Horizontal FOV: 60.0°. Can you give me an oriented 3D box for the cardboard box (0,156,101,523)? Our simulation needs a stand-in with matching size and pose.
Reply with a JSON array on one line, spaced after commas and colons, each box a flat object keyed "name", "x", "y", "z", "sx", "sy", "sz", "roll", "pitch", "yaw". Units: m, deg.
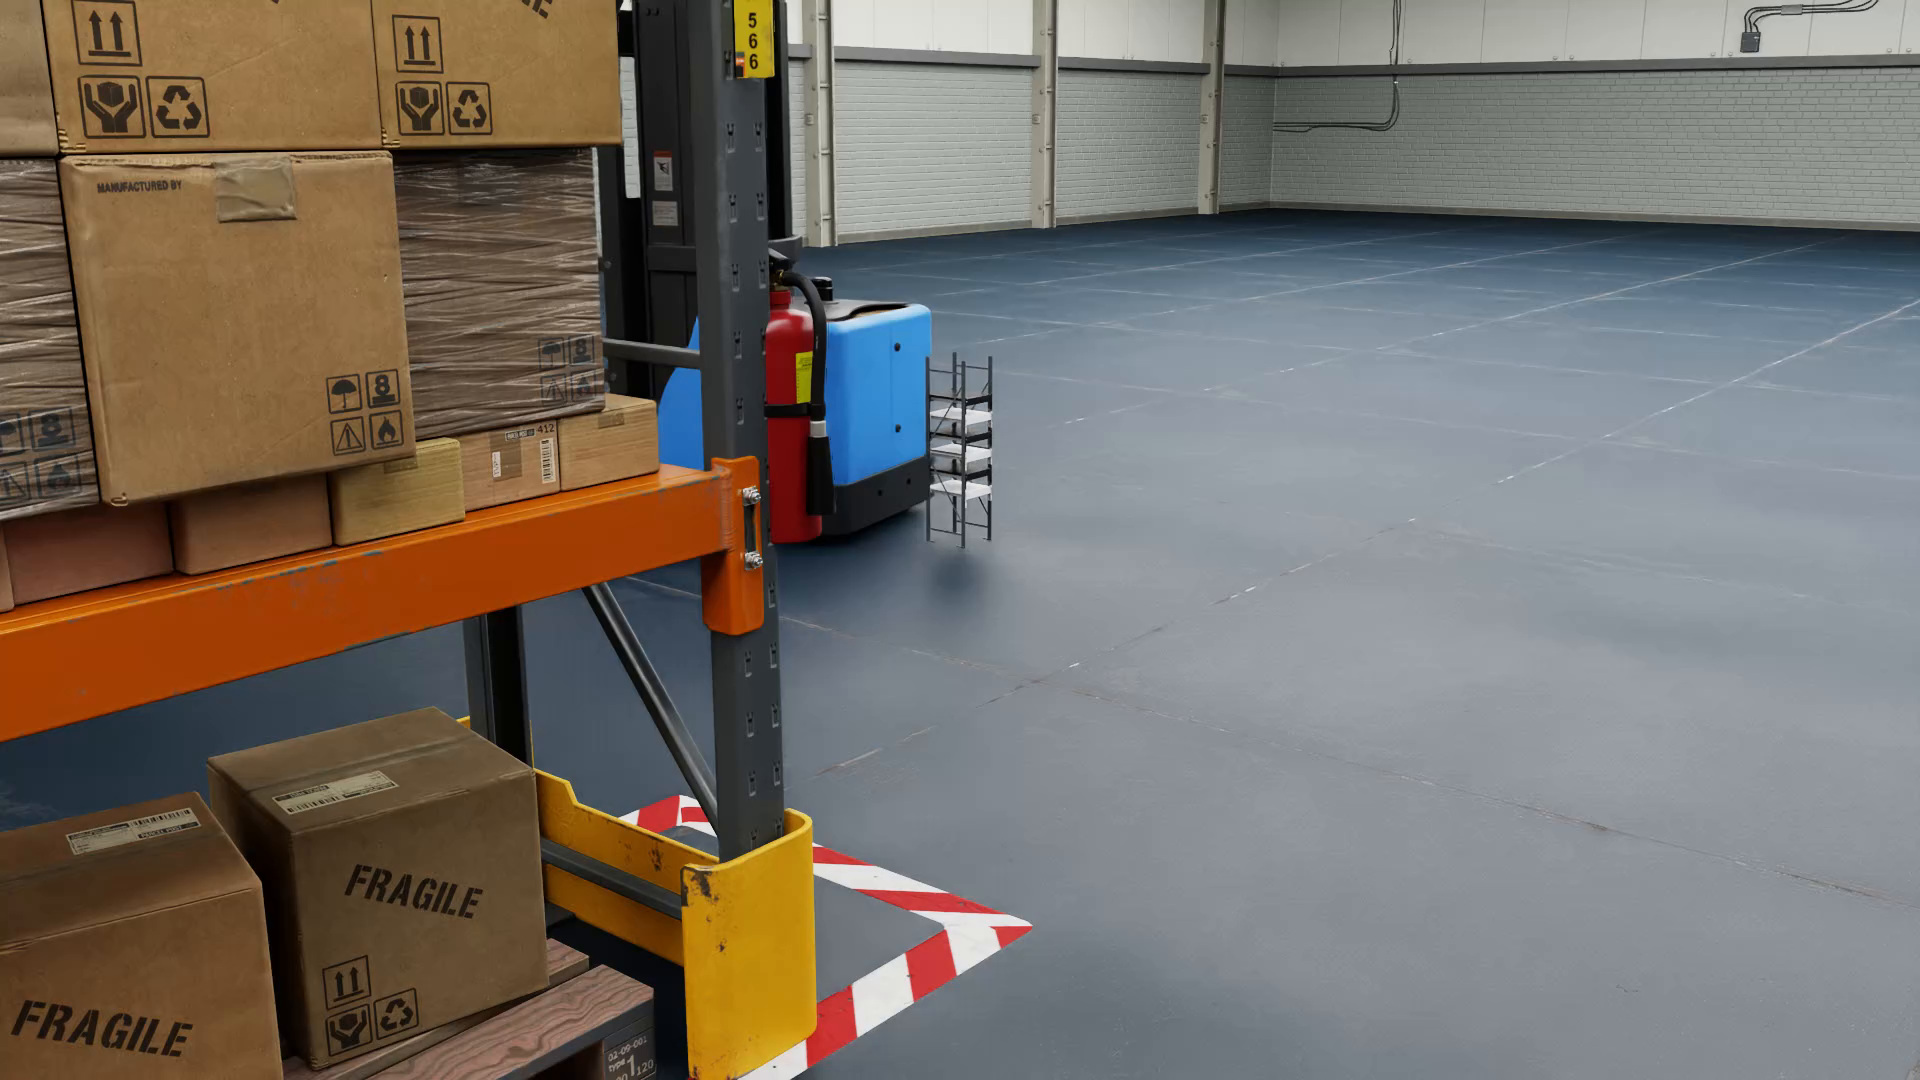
[{"name": "cardboard box", "x": -1.749, "y": -0.311, "z": 2.448, "sx": 0.875, "sy": 0.500, "sz": 0.500, "roll": 11, "pitch": 18, "yaw": 38}]

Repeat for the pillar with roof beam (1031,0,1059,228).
[{"name": "pillar with roof beam", "x": 4.910, "y": -9.568, "z": 27.509, "sx": 9.100, "sy": 9.000, "sz": 0.400, "roll": 11, "pitch": 18, "yaw": 38}]

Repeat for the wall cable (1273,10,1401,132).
[{"name": "wall cable", "x": 8.212, "y": -10.238, "z": 36.452, "sx": 3.097, "sy": 2.526, "sz": 0.112, "roll": 11, "pitch": 18, "yaw": 38}]

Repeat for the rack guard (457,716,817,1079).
[{"name": "rack guard", "x": -0.861, "y": 0.803, "z": 3.946, "sx": 1.175, "sy": 0.500, "sz": 0.348, "roll": 11, "pitch": 18, "yaw": 38}]

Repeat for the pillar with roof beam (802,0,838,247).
[{"name": "pillar with roof beam", "x": 1.139, "y": -8.419, "z": 22.986, "sx": 9.100, "sy": 9.000, "sz": 0.400, "roll": 11, "pitch": 18, "yaw": 38}]

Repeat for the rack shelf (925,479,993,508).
[{"name": "rack shelf", "x": -0.005, "y": -0.228, "z": 8.059, "sx": 0.258, "sy": 0.077, "sz": 0.200, "roll": 11, "pitch": 18, "yaw": 38}]

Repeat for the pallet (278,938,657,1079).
[{"name": "pallet", "x": -1.399, "y": 1.093, "z": 3.391, "sx": 1.003, "sy": 0.211, "sz": 1.213, "roll": 11, "pitch": 18, "yaw": 38}]

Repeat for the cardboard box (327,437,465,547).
[{"name": "cardboard box", "x": -1.107, "y": -0.111, "z": 2.978, "sx": 0.380, "sy": 0.149, "sz": 0.250, "roll": 11, "pitch": 18, "yaw": 38}]

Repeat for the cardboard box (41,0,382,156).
[{"name": "cardboard box", "x": -1.277, "y": -0.860, "z": 2.578, "sx": 0.500, "sy": 0.500, "sz": 0.500, "roll": 11, "pitch": 18, "yaw": 38}]

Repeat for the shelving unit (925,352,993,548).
[{"name": "shelving unit", "x": -0.005, "y": -0.435, "z": 8.006, "sx": 0.258, "sy": 0.900, "sz": 0.210, "roll": 11, "pitch": 18, "yaw": 38}]

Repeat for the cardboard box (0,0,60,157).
[{"name": "cardboard box", "x": -1.593, "y": -0.765, "z": 2.203, "sx": 0.500, "sy": 0.500, "sz": 0.500, "roll": 11, "pitch": 18, "yaw": 38}]

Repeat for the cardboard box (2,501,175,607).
[{"name": "cardboard box", "x": -1.465, "y": -0.024, "z": 2.636, "sx": 0.380, "sy": 0.149, "sz": 0.250, "roll": 11, "pitch": 18, "yaw": 38}]

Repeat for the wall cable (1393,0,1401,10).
[{"name": "wall cable", "x": 10.317, "y": -12.267, "z": 34.183, "sx": 3.097, "sy": 2.526, "sz": 0.112, "roll": 11, "pitch": 18, "yaw": 38}]

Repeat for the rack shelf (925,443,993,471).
[{"name": "rack shelf", "x": -0.005, "y": -0.402, "z": 8.014, "sx": 0.258, "sy": 0.077, "sz": 0.200, "roll": 11, "pitch": 18, "yaw": 38}]

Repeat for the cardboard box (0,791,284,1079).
[{"name": "cardboard box", "x": -1.568, "y": 0.822, "z": 3.020, "sx": 0.500, "sy": 0.500, "sz": 0.500, "roll": -10, "pitch": 17, "yaw": -35}]

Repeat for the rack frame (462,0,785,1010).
[{"name": "rack frame", "x": -0.813, "y": -0.423, "z": 3.696, "sx": 1.000, "sy": 3.000, "sz": 0.127, "roll": 11, "pitch": 18, "yaw": 38}]

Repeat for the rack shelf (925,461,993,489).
[{"name": "rack shelf", "x": -0.005, "y": -0.315, "z": 8.036, "sx": 0.258, "sy": 0.077, "sz": 0.200, "roll": 11, "pitch": 18, "yaw": 38}]

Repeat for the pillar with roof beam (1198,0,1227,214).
[{"name": "pillar with roof beam", "x": 8.681, "y": -10.717, "z": 32.032, "sx": 9.100, "sy": 9.000, "sz": 0.400, "roll": 11, "pitch": 18, "yaw": 38}]

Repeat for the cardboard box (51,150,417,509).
[{"name": "cardboard box", "x": -1.401, "y": -0.400, "z": 2.799, "sx": 0.875, "sy": 0.500, "sz": 0.500, "roll": 11, "pitch": 18, "yaw": 38}]

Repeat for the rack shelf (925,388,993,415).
[{"name": "rack shelf", "x": -0.005, "y": -0.664, "z": 7.948, "sx": 0.258, "sy": 0.077, "sz": 0.200, "roll": 11, "pitch": 18, "yaw": 38}]

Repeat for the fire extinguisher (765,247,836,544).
[{"name": "fire extinguisher", "x": -0.383, "y": -0.336, "z": 3.511, "sx": 0.296, "sy": 0.674, "sz": 0.183, "roll": 11, "pitch": 18, "yaw": 38}]

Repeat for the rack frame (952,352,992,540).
[{"name": "rack frame", "x": 0.059, "y": -0.454, "z": 8.083, "sx": 0.240, "sy": 0.900, "sz": 0.006, "roll": 11, "pitch": 18, "yaw": 38}]

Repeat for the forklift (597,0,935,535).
[{"name": "forklift", "x": -1.687, "y": -1.643, "z": 8.638, "sx": 3.031, "sy": 2.935, "sz": 1.130, "roll": 7, "pitch": 16, "yaw": 25}]

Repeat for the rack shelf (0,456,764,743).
[{"name": "rack shelf", "x": -2.070, "y": 0.309, "z": 2.277, "sx": 1.077, "sy": 0.370, "sz": 4.000, "roll": 11, "pitch": 18, "yaw": 38}]

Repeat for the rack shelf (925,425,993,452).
[{"name": "rack shelf", "x": -0.005, "y": -0.490, "z": 7.992, "sx": 0.258, "sy": 0.077, "sz": 0.200, "roll": 11, "pitch": 18, "yaw": 38}]

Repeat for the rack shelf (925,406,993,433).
[{"name": "rack shelf", "x": -0.005, "y": -0.577, "z": 7.970, "sx": 0.258, "sy": 0.077, "sz": 0.200, "roll": 11, "pitch": 18, "yaw": 38}]

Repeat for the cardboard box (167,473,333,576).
[{"name": "cardboard box", "x": -1.276, "y": -0.066, "z": 2.799, "sx": 0.380, "sy": 0.149, "sz": 0.250, "roll": 11, "pitch": 18, "yaw": 38}]

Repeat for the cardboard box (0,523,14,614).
[{"name": "cardboard box", "x": -1.605, "y": 0.027, "z": 2.434, "sx": 0.380, "sy": 0.149, "sz": 0.250, "roll": 11, "pitch": 18, "yaw": 38}]

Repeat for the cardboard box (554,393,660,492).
[{"name": "cardboard box", "x": -0.832, "y": -0.215, "z": 3.386, "sx": 0.380, "sy": 0.149, "sz": 0.250, "roll": 11, "pitch": 18, "yaw": 38}]

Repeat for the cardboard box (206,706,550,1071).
[{"name": "cardboard box", "x": -1.219, "y": 0.702, "z": 3.491, "sx": 0.500, "sy": 0.500, "sz": 0.500, "roll": -12, "pitch": 18, "yaw": -39}]

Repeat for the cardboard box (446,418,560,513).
[{"name": "cardboard box", "x": -0.989, "y": -0.167, "z": 3.198, "sx": 0.380, "sy": 0.149, "sz": 0.250, "roll": 11, "pitch": 18, "yaw": 38}]

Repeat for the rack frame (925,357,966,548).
[{"name": "rack frame", "x": -0.069, "y": -0.415, "z": 7.929, "sx": 0.240, "sy": 0.900, "sz": 0.006, "roll": 11, "pitch": 18, "yaw": 38}]

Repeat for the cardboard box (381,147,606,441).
[{"name": "cardboard box", "x": -1.180, "y": -0.515, "z": 3.249, "sx": 0.875, "sy": 0.500, "sz": 0.500, "roll": 11, "pitch": 18, "yaw": 38}]

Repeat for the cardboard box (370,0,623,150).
[{"name": "cardboard box", "x": -0.967, "y": -0.957, "z": 2.959, "sx": 0.500, "sy": 0.500, "sz": 0.500, "roll": 11, "pitch": 18, "yaw": 38}]

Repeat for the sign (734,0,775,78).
[{"name": "sign", "x": -0.394, "y": -1.048, "z": 3.161, "sx": 0.100, "sy": 0.325, "sz": 0.005, "roll": 11, "pitch": 18, "yaw": 38}]

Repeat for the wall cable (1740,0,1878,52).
[{"name": "wall cable", "x": 15.586, "y": -11.919, "z": 29.856, "sx": 2.305, "sy": 6.003, "sz": 0.169, "roll": 11, "pitch": 18, "yaw": 38}]
